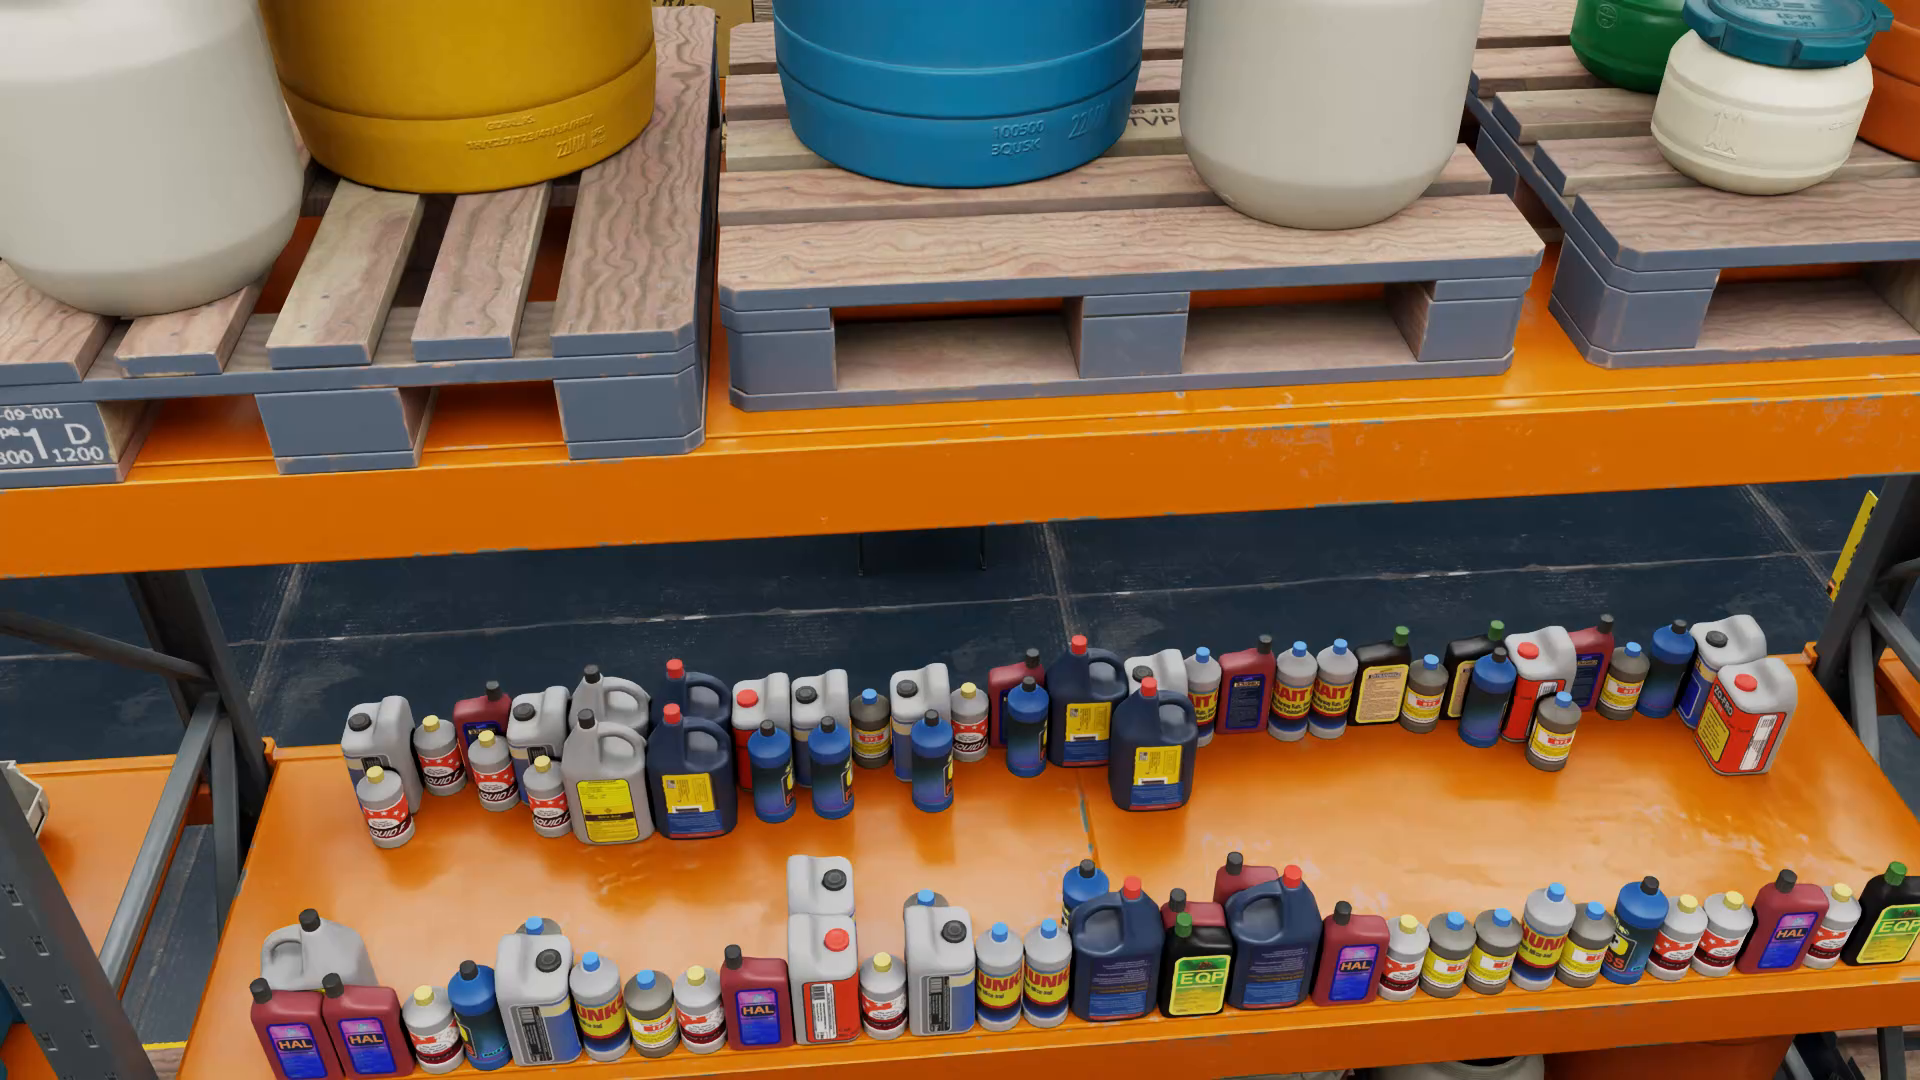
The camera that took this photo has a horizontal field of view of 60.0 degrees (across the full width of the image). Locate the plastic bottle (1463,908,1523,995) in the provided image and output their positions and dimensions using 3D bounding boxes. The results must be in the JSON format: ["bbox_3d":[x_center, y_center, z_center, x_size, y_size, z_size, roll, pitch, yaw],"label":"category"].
[{"bbox_3d":[1.100,0.837,3.428,0.097,0.201,0.097,0,38,0],"label":"plastic bottle"}]

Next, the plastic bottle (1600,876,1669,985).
[{"bbox_3d":[1.390,0.793,3.427,0.097,0.271,0.097,0,38,0],"label":"plastic bottle"}]

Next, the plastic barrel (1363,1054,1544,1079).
[{"bbox_3d":[1.256,1.374,4.256,0.421,0.512,0.421,0,38,0],"label":"plastic barrel"}]

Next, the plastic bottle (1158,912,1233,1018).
[{"bbox_3d":[0.475,0.850,3.345,0.133,0.283,0.061,-3,38,-4],"label":"plastic bottle"}]

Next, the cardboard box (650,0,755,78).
[{"bbox_3d":[-1.146,-2.336,7.208,0.500,0.500,0.500,-3,38,-4],"label":"cardboard box"}]

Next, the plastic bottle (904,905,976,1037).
[{"bbox_3d":[-0.040,0.853,3.347,0.135,0.276,0.152,-3,38,-4],"label":"plastic bottle"}]

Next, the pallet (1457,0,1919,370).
[{"bbox_3d":[1.525,-0.683,2.925,1.213,0.211,1.003,-3,38,-4],"label":"pallet"}]

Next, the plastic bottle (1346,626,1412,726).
[{"bbox_3d":[1.008,0.326,4.009,0.133,0.283,0.061,-3,38,-4],"label":"plastic bottle"}]

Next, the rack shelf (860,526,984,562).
[{"bbox_3d":[-0.165,-0.255,6.530,0.480,0.518,0.431,-3,38,-4],"label":"rack shelf"}]

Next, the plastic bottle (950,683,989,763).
[{"bbox_3d":[0.020,0.424,3.951,0.097,0.201,0.097,0,38,0],"label":"plastic bottle"}]

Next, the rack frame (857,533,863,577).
[{"bbox_3d":[-0.408,-0.802,6.071,0.015,2.100,0.400,-3,38,-4],"label":"rack frame"}]

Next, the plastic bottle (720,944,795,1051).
[{"bbox_3d":[-0.401,0.898,3.284,0.133,0.283,0.061,-3,38,-4],"label":"plastic bottle"}]

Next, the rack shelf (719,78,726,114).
[{"bbox_3d":[-0.135,-2.225,7.729,4.000,0.370,1.077,-3,38,-4],"label":"rack shelf"}]

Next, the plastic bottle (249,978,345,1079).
[{"bbox_3d":[-1.285,0.947,3.222,0.133,0.283,0.061,-3,38,-4],"label":"plastic bottle"}]

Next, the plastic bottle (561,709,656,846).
[{"bbox_3d":[-0.789,0.514,3.716,0.185,0.351,0.144,-3,38,-4],"label":"plastic bottle"}]

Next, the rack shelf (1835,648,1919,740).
[{"bbox_3d":[4.288,0.612,4.134,4.000,0.370,1.077,-3,38,-4],"label":"rack shelf"}]

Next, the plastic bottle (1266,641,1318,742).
[{"bbox_3d":[0.798,0.354,3.984,0.097,0.271,0.097,0,38,0],"label":"plastic bottle"}]

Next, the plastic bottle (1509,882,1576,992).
[{"bbox_3d":[1.197,0.804,3.413,0.097,0.271,0.097,0,38,0],"label":"plastic bottle"}]

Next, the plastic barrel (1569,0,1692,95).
[{"bbox_3d":[1.220,-0.926,2.867,0.294,0.245,0.294,0,38,0],"label":"plastic barrel"}]

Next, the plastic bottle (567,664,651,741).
[{"bbox_3d":[-0.802,0.425,3.829,0.185,0.351,0.144,-3,38,-4],"label":"plastic bottle"}]

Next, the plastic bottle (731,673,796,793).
[{"bbox_3d":[-0.458,0.438,3.873,0.135,0.276,0.152,-3,38,-4],"label":"plastic bottle"}]

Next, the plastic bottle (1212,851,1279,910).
[{"bbox_3d":[0.595,0.754,3.467,0.133,0.283,0.061,-3,38,-4],"label":"plastic bottle"}]

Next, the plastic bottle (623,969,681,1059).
[{"bbox_3d":[-0.614,0.931,3.309,0.097,0.201,0.097,0,38,0],"label":"plastic bottle"}]

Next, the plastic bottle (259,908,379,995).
[{"bbox_3d":[-1.269,0.856,3.283,0.185,0.351,0.144,-3,38,-4],"label":"plastic bottle"}]

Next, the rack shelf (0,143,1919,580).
[{"bbox_3d":[0.304,-0.347,2.927,4.000,0.370,1.077,-3,38,-4],"label":"rack shelf"}]

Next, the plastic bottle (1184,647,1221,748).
[{"bbox_3d":[0.568,0.367,3.968,0.097,0.271,0.097,0,38,0],"label":"plastic bottle"}]

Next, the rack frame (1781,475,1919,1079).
[{"bbox_3d":[2.296,0.439,3.772,0.127,3.000,1.000,-3,38,-4],"label":"rack frame"}]

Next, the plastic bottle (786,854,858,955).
[{"bbox_3d":[-0.285,0.772,3.450,0.135,0.276,0.152,-3,38,-4],"label":"plastic bottle"}]

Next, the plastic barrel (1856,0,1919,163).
[{"bbox_3d":[1.730,-1.043,2.543,0.708,0.830,0.600,-3,38,-4],"label":"plastic barrel"}]

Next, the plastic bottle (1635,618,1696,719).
[{"bbox_3d":[1.718,0.303,4.048,0.097,0.271,0.097,0,38,0],"label":"plastic bottle"}]

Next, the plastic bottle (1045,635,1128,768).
[{"bbox_3d":[0.295,0.365,3.906,0.185,0.351,0.144,-3,38,-4],"label":"plastic bottle"}]

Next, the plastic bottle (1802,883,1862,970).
[{"bbox_3d":[1.814,0.797,3.478,0.097,0.201,0.097,0,38,0],"label":"plastic bottle"}]

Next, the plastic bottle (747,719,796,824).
[{"bbox_3d":[-0.429,0.516,3.778,0.097,0.271,0.097,0,38,0],"label":"plastic bottle"}]

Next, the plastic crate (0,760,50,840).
[{"bbox_3d":[-2.165,0.676,3.637,0.243,0.136,0.396,-3,38,-4],"label":"plastic crate"}]

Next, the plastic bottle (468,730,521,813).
[{"bbox_3d":[-1.073,0.522,3.827,0.097,0.201,0.097,0,38,0],"label":"plastic bottle"}]

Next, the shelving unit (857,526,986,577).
[{"bbox_3d":[-0.165,-0.815,6.088,0.503,2.100,0.431,-3,38,-4],"label":"shelving unit"}]

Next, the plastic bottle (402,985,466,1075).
[{"bbox_3d":[-1.039,0.954,3.279,0.097,0.201,0.097,0,38,0],"label":"plastic bottle"}]

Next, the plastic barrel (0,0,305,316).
[{"bbox_3d":[-1.142,-0.612,2.233,0.433,0.535,0.433,0,38,0],"label":"plastic barrel"}]

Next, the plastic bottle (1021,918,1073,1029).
[{"bbox_3d":[0.175,0.860,3.342,0.097,0.271,0.097,0,38,0],"label":"plastic bottle"}]

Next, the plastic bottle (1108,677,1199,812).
[{"bbox_3d":[0.443,0.451,3.796,0.185,0.351,0.144,-3,38,-4],"label":"plastic bottle"}]

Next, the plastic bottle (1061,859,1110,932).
[{"bbox_3d":[0.259,0.766,3.462,0.097,0.271,0.097,0,38,0],"label":"plastic bottle"}]

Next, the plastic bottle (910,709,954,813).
[{"bbox_3d":[-0.064,0.496,3.804,0.097,0.271,0.097,0,38,0],"label":"plastic bottle"}]

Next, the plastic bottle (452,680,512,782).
[{"bbox_3d":[-1.098,0.442,3.862,0.133,0.283,0.061,-3,38,-4],"label":"plastic bottle"}]

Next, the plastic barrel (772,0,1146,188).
[{"bbox_3d":[-0.002,-1.069,2.518,0.708,0.901,0.600,-3,38,-4],"label":"plastic barrel"}]

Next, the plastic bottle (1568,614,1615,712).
[{"bbox_3d":[1.505,0.299,4.044,0.133,0.283,0.061,-3,38,-4],"label":"plastic bottle"}]

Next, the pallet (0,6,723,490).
[{"bbox_3d":[-0.916,-0.548,2.754,1.003,0.211,1.213,-3,38,-4],"label":"pallet"}]

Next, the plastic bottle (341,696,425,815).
[{"bbox_3d":[-1.324,0.486,3.813,0.135,0.276,0.152,-3,38,-4],"label":"plastic bottle"}]

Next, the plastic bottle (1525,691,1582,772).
[{"bbox_3d":[1.405,0.442,3.928,0.097,0.201,0.097,0,38,0],"label":"plastic bottle"}]

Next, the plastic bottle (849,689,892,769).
[{"bbox_3d":[-0.211,0.437,3.935,0.097,0.201,0.097,0,38,0],"label":"plastic bottle"}]

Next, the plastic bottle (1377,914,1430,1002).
[{"bbox_3d":[0.906,0.847,3.415,0.097,0.201,0.097,0,38,0],"label":"plastic bottle"}]

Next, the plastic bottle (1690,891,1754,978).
[{"bbox_3d":[1.584,0.810,3.462,0.097,0.201,0.097,0,38,0],"label":"plastic bottle"}]

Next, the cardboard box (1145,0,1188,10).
[{"bbox_3d":[0.891,-2.453,7.356,0.500,0.500,0.500,-3,38,-4],"label":"cardboard box"}]

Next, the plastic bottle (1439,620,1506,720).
[{"bbox_3d":[1.238,0.314,4.025,0.133,0.283,0.061,-3,38,-4],"label":"plastic bottle"}]

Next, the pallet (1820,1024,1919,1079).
[{"bbox_3d":[3.071,1.515,4.659,1.213,0.211,1.003,-3,38,-4],"label":"pallet"}]

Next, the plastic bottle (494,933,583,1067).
[{"bbox_3d":[-0.829,0.897,3.292,0.135,0.276,0.152,-3,38,-4],"label":"plastic bottle"}]
